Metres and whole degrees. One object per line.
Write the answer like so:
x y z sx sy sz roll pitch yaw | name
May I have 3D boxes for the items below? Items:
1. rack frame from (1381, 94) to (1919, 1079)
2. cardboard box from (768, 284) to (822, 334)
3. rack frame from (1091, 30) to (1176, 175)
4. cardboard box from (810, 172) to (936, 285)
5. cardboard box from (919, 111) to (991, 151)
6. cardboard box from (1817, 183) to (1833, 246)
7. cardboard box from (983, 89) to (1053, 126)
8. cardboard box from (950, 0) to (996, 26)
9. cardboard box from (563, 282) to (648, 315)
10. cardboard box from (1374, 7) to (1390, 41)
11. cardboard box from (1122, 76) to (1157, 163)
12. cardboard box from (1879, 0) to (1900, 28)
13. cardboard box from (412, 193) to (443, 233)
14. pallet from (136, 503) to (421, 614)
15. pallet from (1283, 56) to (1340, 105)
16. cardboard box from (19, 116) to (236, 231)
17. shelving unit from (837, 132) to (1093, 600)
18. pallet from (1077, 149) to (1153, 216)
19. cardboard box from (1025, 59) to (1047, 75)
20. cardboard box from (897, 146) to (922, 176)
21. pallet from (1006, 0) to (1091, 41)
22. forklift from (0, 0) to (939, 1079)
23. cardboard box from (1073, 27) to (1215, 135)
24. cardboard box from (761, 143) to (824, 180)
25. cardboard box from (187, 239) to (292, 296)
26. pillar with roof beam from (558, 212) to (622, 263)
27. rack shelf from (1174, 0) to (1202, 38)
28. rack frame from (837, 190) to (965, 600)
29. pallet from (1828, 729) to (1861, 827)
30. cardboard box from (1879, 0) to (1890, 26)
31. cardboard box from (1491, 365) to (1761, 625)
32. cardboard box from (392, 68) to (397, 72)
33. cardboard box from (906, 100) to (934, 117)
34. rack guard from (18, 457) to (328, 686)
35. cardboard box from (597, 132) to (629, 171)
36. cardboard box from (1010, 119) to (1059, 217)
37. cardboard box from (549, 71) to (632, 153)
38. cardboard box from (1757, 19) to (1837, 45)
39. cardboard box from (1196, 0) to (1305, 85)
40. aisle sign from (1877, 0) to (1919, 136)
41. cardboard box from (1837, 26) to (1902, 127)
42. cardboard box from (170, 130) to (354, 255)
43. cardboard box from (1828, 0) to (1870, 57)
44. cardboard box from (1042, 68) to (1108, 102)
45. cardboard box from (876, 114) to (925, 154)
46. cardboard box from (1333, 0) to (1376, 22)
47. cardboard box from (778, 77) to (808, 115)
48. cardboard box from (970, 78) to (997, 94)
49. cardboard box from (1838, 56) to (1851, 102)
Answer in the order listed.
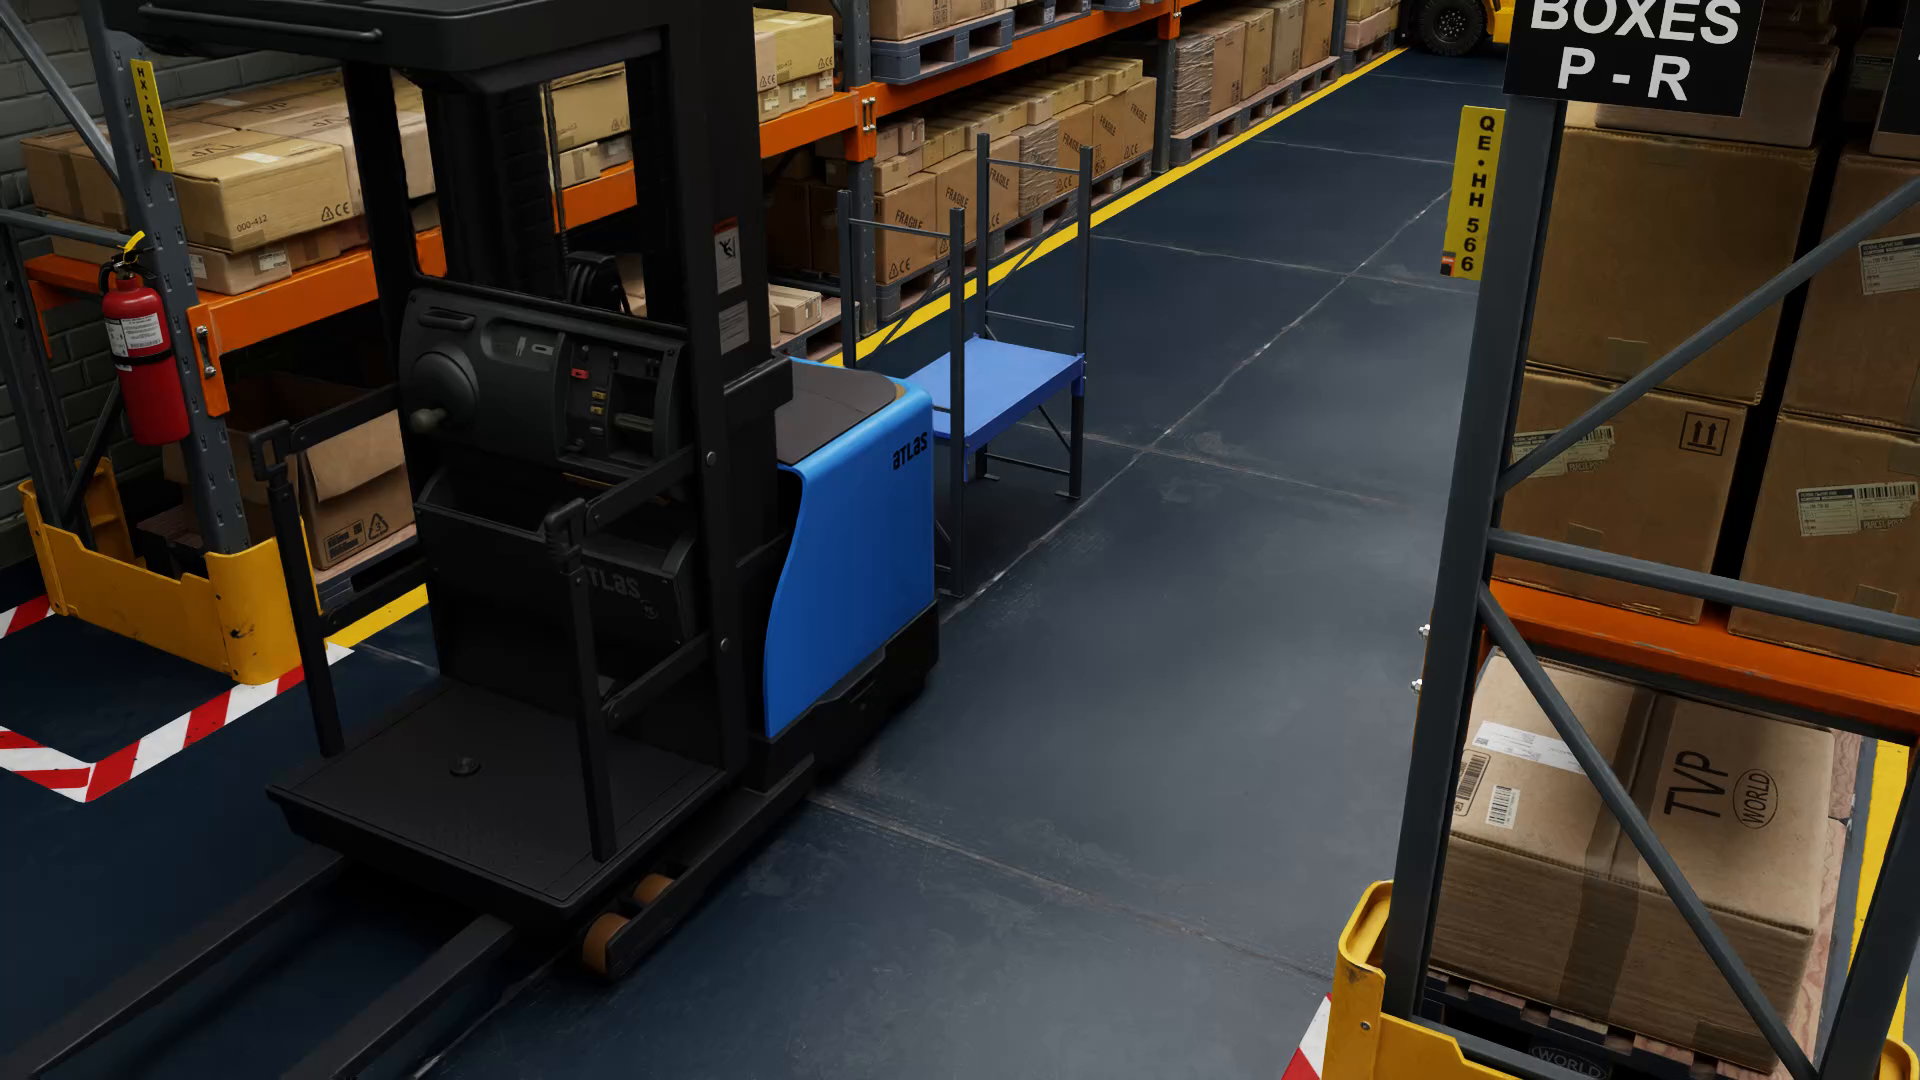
1.443 0.098 3.203 1.000 3.000 0.127 14 30 26 | rack frame
-0.931 -1.184 8.479 0.380 0.149 0.250 13 29 25 | cardboard box
1.055 -4.111 11.612 1.000 3.000 0.127 14 30 26 | rack frame
-0.478 -1.762 9.241 0.500 0.500 0.500 16 31 28 | cardboard box
-0.040 -2.420 9.833 0.380 0.149 0.250 14 30 26 | cardboard box
2.197 -0.792 4.870 0.500 0.500 0.500 15 30 28 | cardboard box
0.356 -2.713 10.417 0.380 0.149 0.250 13 29 24 | cardboard box
-0.225 -3.126 9.063 0.700 0.500 0.500 15 30 27 | cardboard box
-1.695 -0.790 7.300 0.500 0.500 0.500 15 30 27 | cardboard box
3.786 -4.945 15.881 0.500 0.250 0.500 13 30 25 | cardboard box
1.035 -2.969 11.654 0.500 0.500 0.500 15 30 28 | cardboard box
2.667 -1.118 4.404 0.500 0.500 0.500 14 30 26 | cardboard box
-2.118 -1.253 6.184 0.380 0.149 0.250 15 30 28 | cardboard box
-2.451 -0.087 6.689 1.003 0.211 1.213 14 30 26 | pallet
2.695 -4.128 14.760 1.003 0.211 1.213 14 30 26 | pallet
-2.885 -1.297 5.826 0.500 0.250 0.500 15 30 28 | cardboard box
0.042 -0.704 6.481 0.538 1.500 1.048 14 30 26 | shelving unit
0.655 -2.582 11.672 1.003 0.211 1.213 14 30 26 | pallet
0.374 -3.239 11.469 0.380 0.149 0.250 15 30 28 | cardboard box
-0.435 -2.119 9.230 0.380 0.149 0.250 13 30 25 | cardboard box
0.103 -3.267 10.139 1.003 0.211 1.213 14 30 26 | pallet
-1.224 -0.379 4.233 1.130 2.935 3.031 14 30 26 | forklift
1.374 -3.477 12.529 0.875 0.625 0.625 15 30 28 | cardboard box
-0.982 -2.120 9.232 0.380 0.149 0.250 13 29 24 | cardboard box
-2.479 -0.949 5.575 0.380 0.149 0.250 14 30 26 | cardboard box
1.709 -4.214 5.116 9.100 9.000 0.400 14 30 26 | pillar with roof beam
2.039 -4.569 13.330 1.077 0.370 4.000 14 30 26 | rack shelf
-0.208 -0.506 6.085 0.500 1.500 0.032 14 30 26 | rack frame
2.370 0.542 5.431 1.003 0.211 1.213 14 30 26 | pallet
2.712 -1.625 5.417 0.500 0.500 0.500 14 30 25 | cardboard box
1.450 -0.193 3.673 0.500 0.500 0.500 14 30 26 | cardboard box
-2.125 -1.894 7.017 0.500 0.250 0.500 14 30 26 | cardboard box
-0.383 -2.633 10.258 0.380 0.149 0.250 15 30 27 | cardboard box
-2.843 0.095 6.003 1.175 0.500 0.348 14 30 26 | rack guard
-1.624 -1.663 7.002 0.380 0.149 0.250 14 30 26 | cardboard box
0.285 -2.366 10.448 0.500 0.500 0.500 13 29 24 | cardboard box
-1.695 -1.776 6.782 0.500 0.250 0.500 13 30 25 | cardboard box
1.549 -0.972 3.388 0.380 0.149 0.250 15 30 27 | cardboard box
2.388 -4.290 14.152 0.875 0.625 0.625 14 30 26 | cardboard box
1.660 -0.973 2.438 0.394 0.787 0.004 14 30 26 | aisle sign
1.926 -0.879 3.202 0.380 0.149 0.250 15 30 27 | cardboard box
-2.422 -1.177 5.586 0.500 0.250 0.500 14 30 26 | cardboard box
1.953 -1.267 3.976 0.380 0.149 0.250 14 30 26 | cardboard box
0.758 -3.017 11.025 0.380 0.149 0.250 13 29 24 | cardboard box
-0.418 -2.239 9.138 0.380 0.149 0.250 13 29 24 | cardboard box
3.530 -4.973 15.377 0.500 0.250 0.500 14 30 26 | cardboard box
-0.958 -2.154 7.983 0.380 0.149 0.250 15 30 27 | cardboard box
0.020 -2.927 10.844 0.380 0.149 0.250 14 30 25 | cardboard box
1.951 -1.036 4.241 0.500 0.500 0.500 14 30 26 | cardboard box
